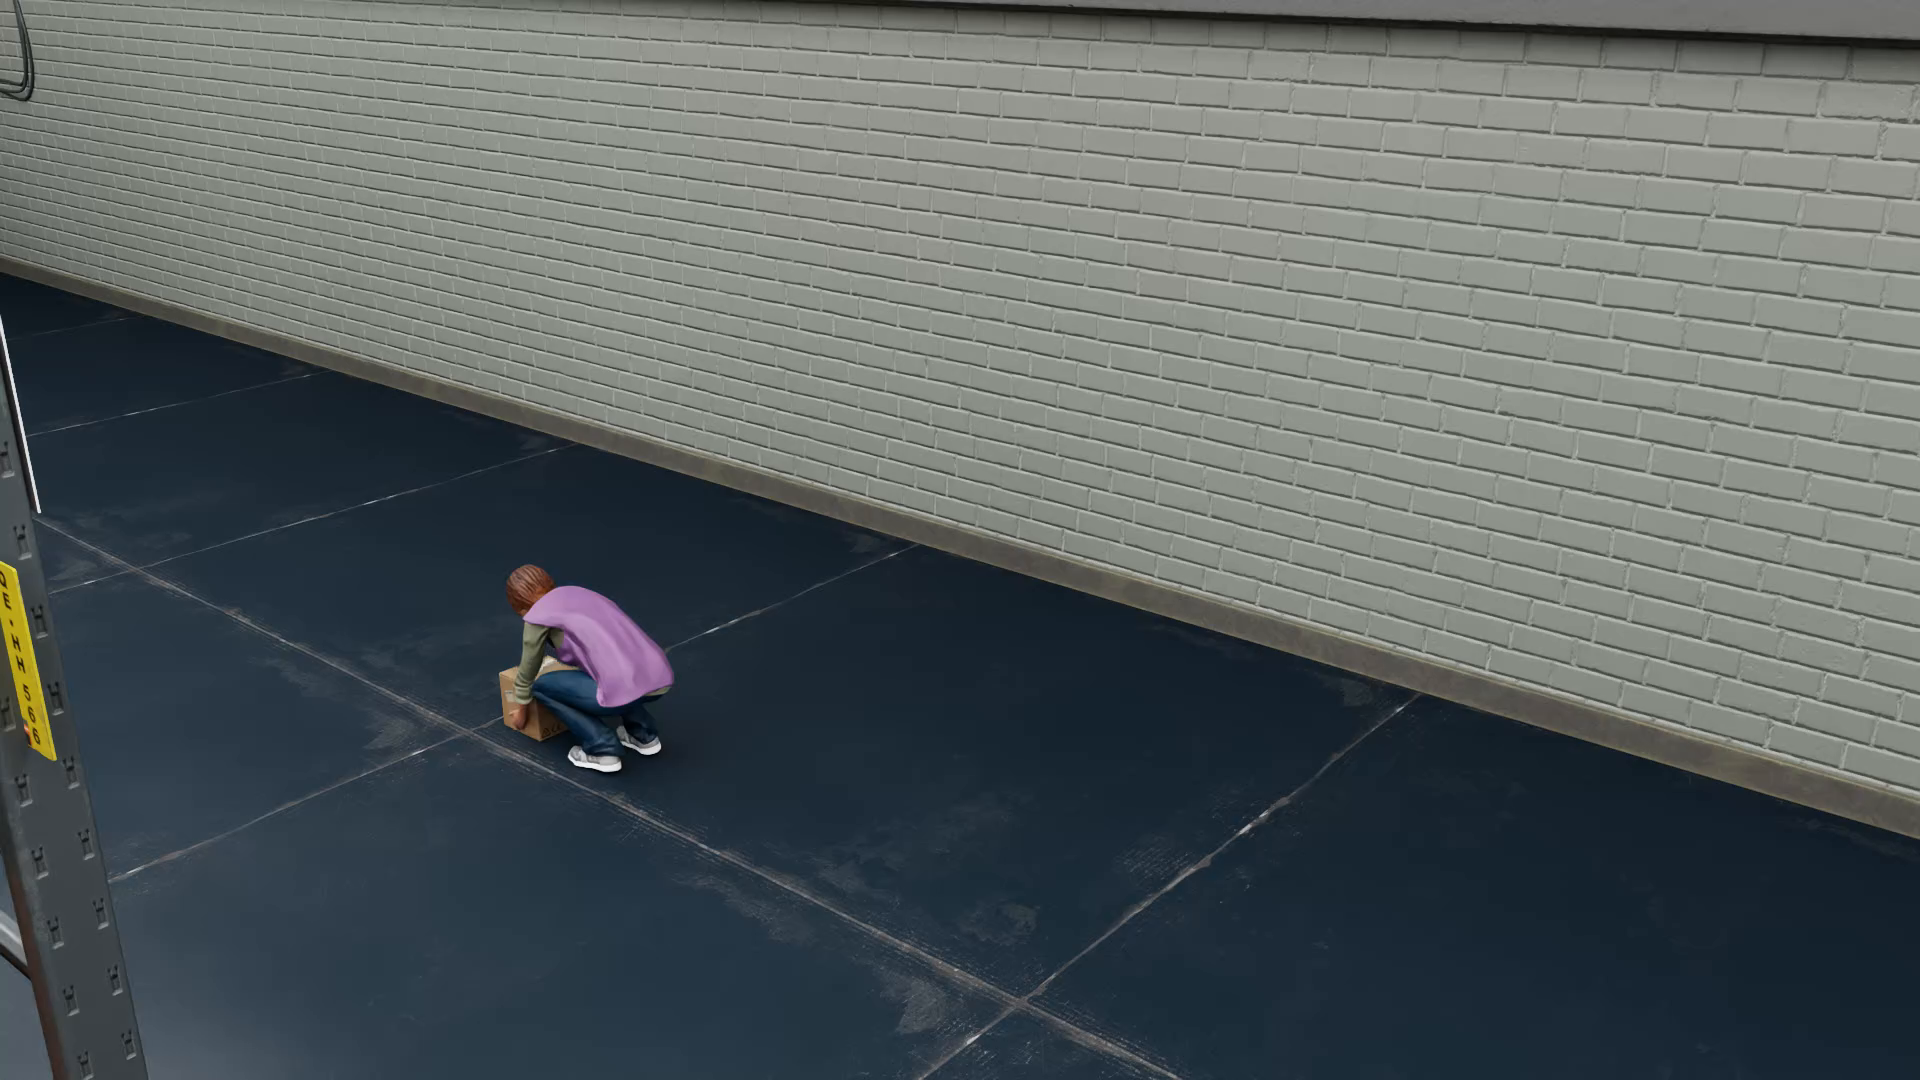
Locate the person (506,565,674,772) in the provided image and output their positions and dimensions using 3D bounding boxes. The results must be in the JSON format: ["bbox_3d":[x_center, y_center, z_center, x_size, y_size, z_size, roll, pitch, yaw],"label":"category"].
[{"bbox_3d":[-1.540,0.524,6.890,0.808,0.764,0.437,16,26,36],"label":"person"}]
